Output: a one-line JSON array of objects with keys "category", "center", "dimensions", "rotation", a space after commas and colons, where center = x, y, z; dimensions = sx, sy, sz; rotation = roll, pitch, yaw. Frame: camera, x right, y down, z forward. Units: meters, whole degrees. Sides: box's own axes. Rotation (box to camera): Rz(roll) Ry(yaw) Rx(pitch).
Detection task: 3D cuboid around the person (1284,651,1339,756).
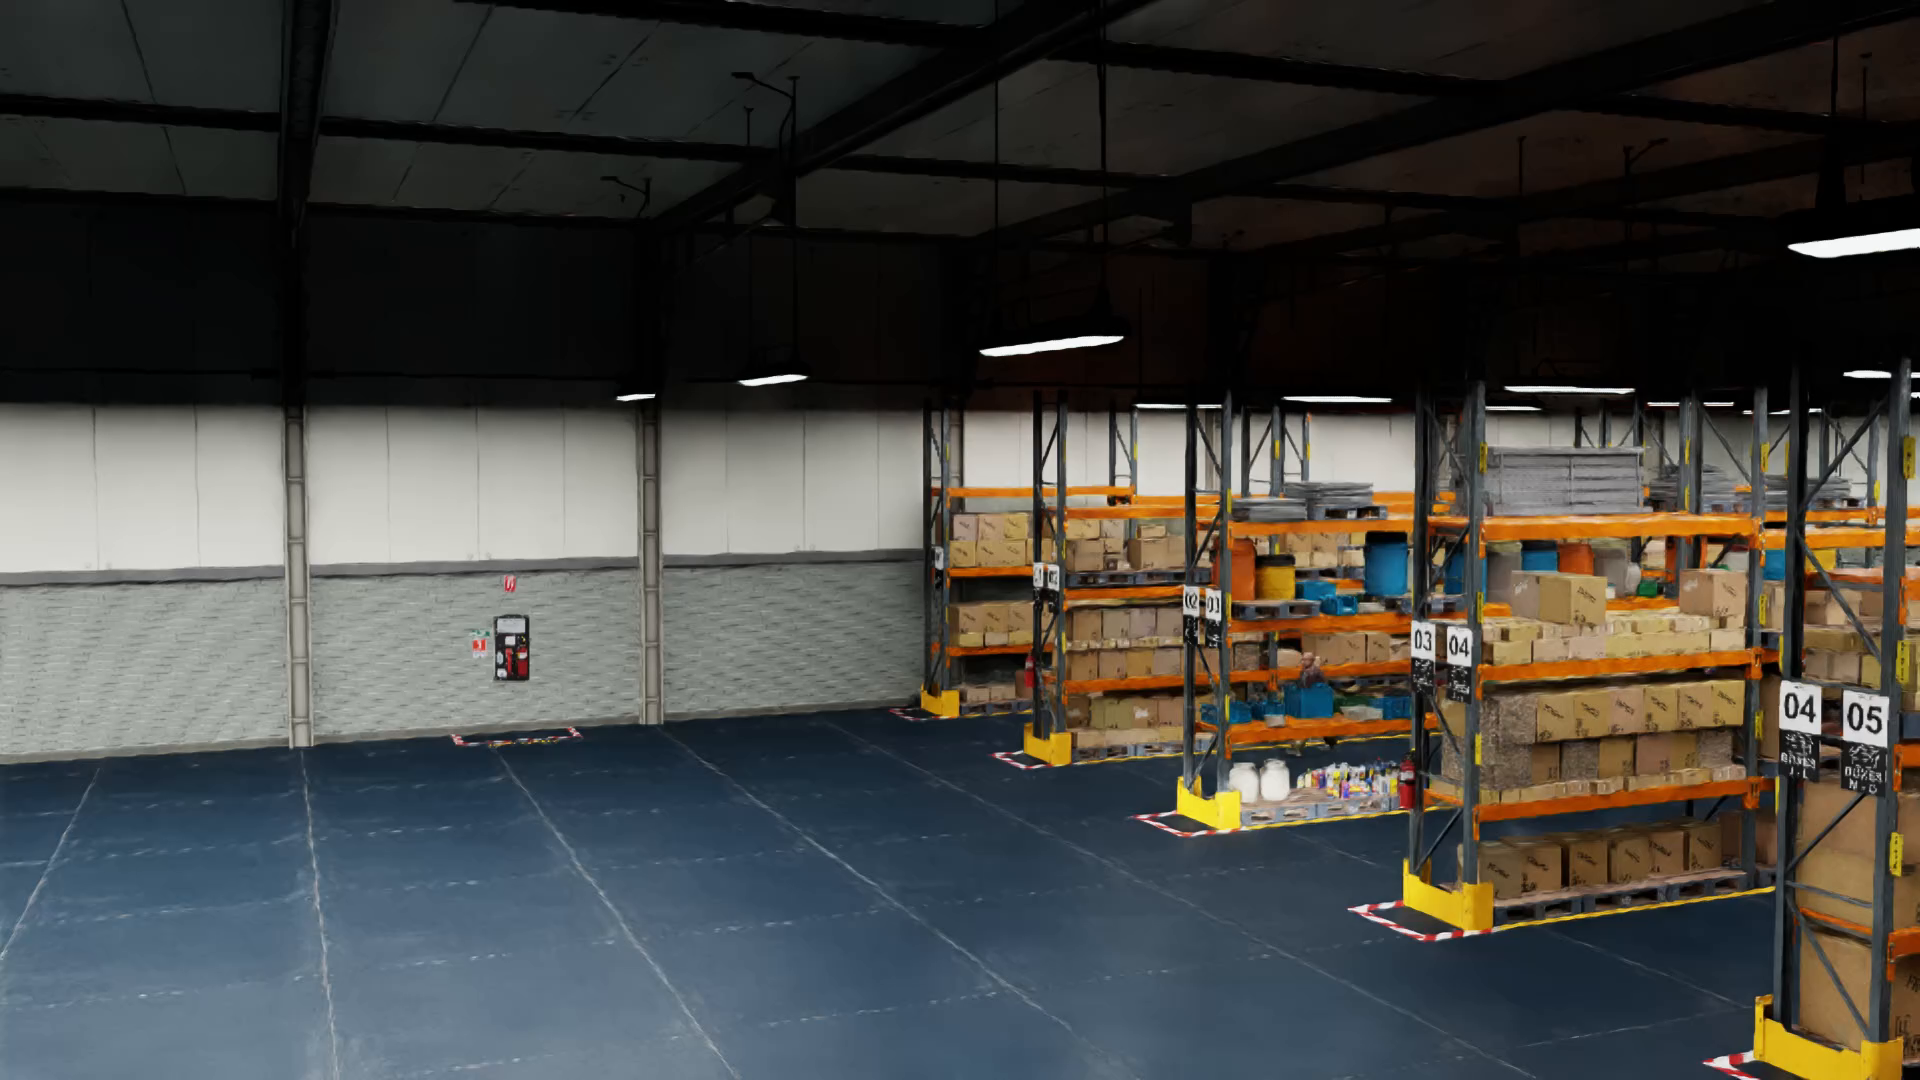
[{"category": "person", "center": [5.781, 2.682, 27.434], "dimensions": [1.193, 1.698, 0.598], "rotation": [-1, 4, -20]}]
